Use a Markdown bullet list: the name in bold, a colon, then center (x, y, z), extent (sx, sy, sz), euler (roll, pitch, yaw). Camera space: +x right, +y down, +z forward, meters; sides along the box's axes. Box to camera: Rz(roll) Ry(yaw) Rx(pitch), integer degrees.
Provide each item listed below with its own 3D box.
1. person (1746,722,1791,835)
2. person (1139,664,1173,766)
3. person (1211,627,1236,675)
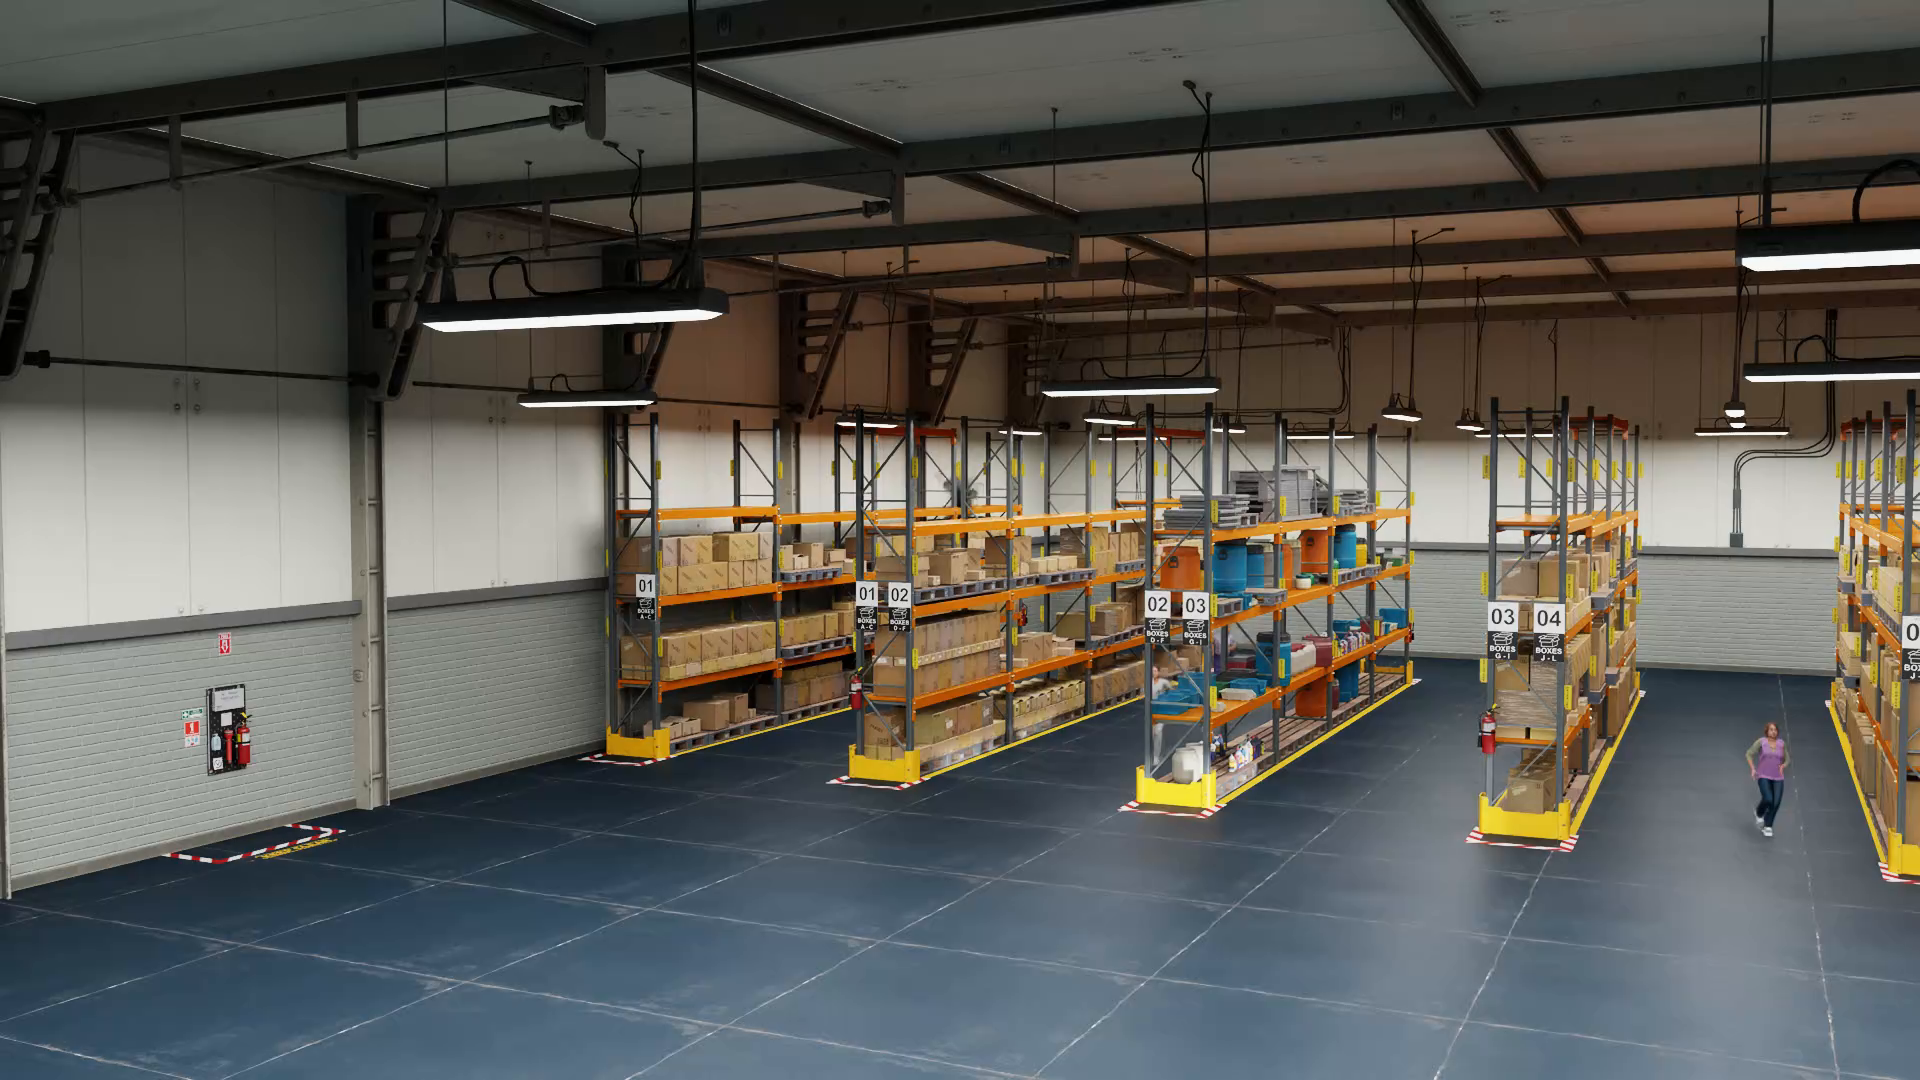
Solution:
- **person**: center (11.047, 3.262, 22.664), extent (0.522, 1.559, 0.549), euler (0, 2, 9)
- **person**: center (3.348, 2.955, 28.484), extent (0.529, 1.682, 0.927), euler (1, 3, 20)
- **person**: center (5.737, 2.661, 36.301), extent (0.580, 1.696, 0.770), euler (0, 2, 10)
